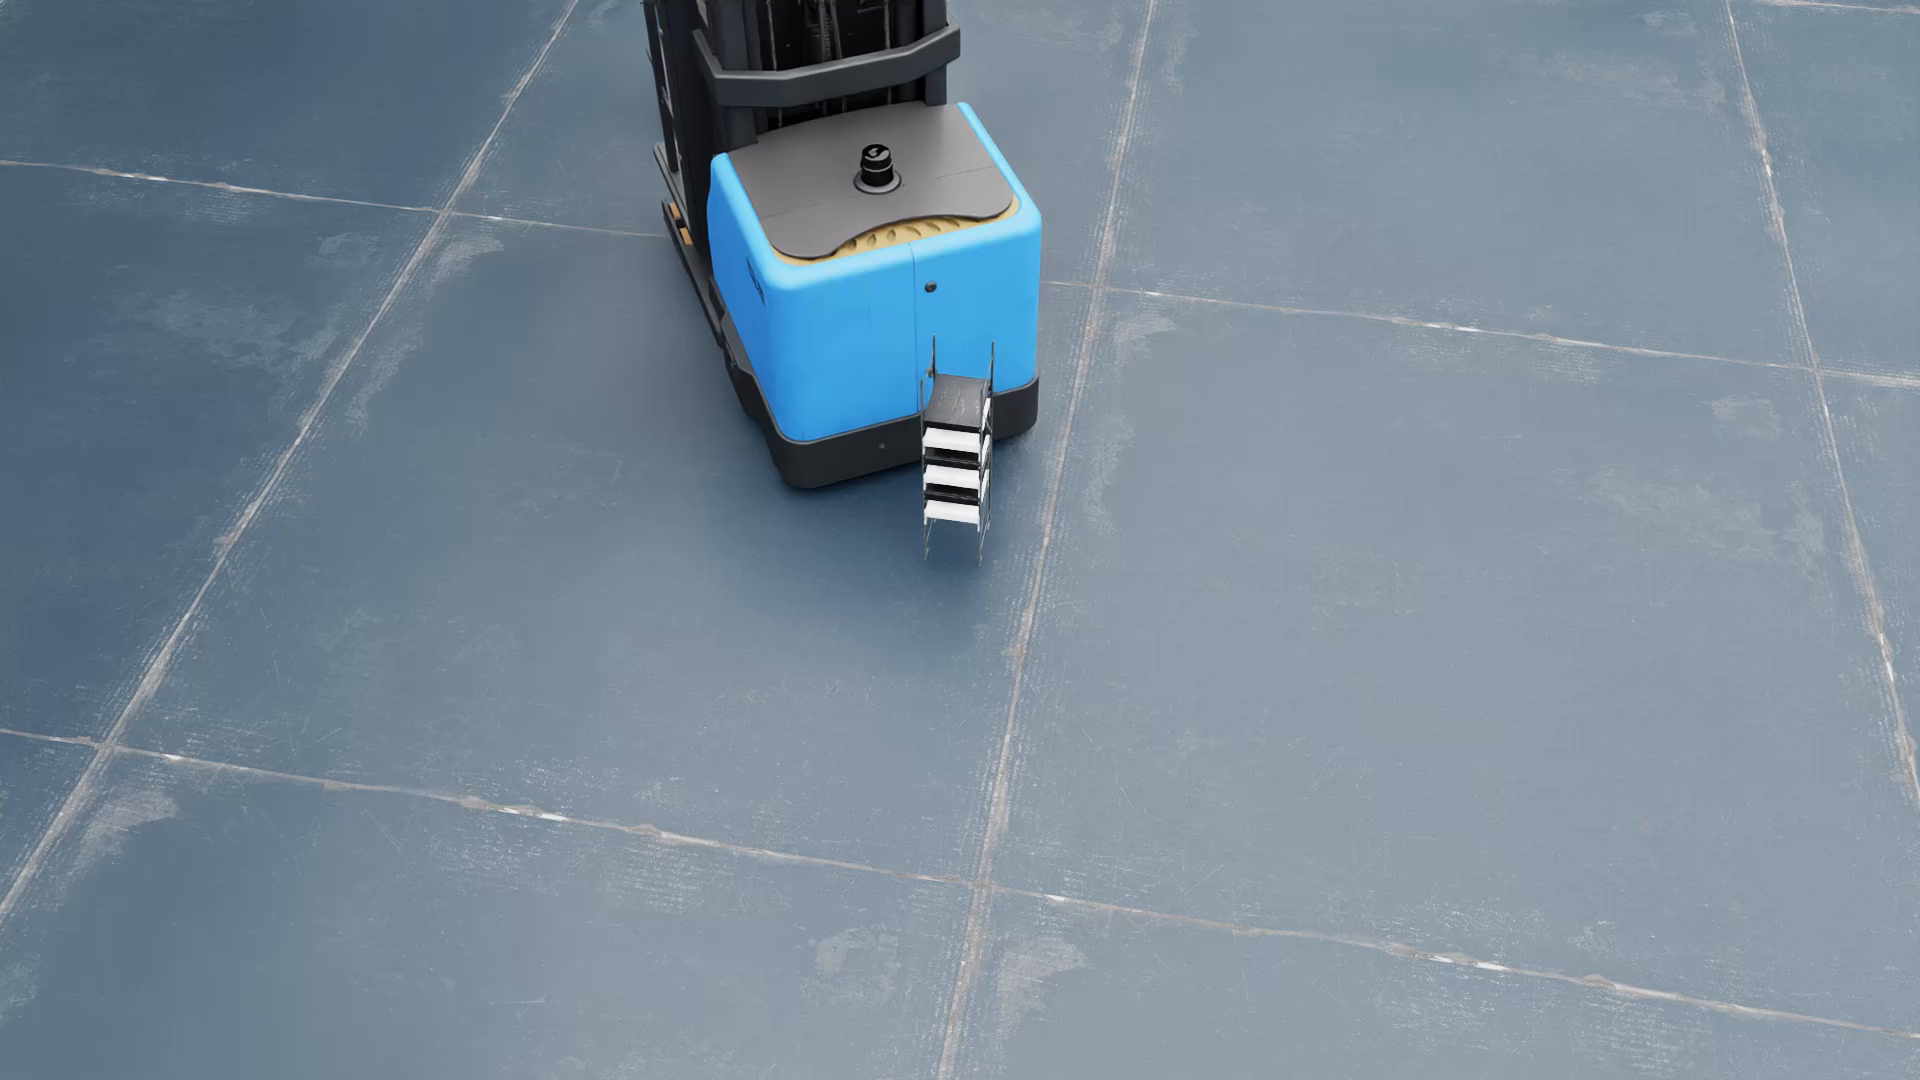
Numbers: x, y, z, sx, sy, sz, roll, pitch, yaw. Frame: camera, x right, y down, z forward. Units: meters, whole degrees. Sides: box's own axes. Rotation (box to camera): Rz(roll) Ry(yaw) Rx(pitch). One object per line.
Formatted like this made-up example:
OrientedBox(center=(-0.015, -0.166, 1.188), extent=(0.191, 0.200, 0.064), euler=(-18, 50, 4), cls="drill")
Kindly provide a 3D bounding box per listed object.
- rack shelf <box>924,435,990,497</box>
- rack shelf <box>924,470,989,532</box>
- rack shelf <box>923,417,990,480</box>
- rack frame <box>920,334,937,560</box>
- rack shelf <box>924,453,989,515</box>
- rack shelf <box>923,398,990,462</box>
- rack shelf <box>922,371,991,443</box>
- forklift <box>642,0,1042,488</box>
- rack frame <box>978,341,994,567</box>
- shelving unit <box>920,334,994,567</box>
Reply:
OrientedBox(center=(-0.008, -0.280, 5.941), extent=(0.200, 0.077, 0.258), euler=(8, 49, 7), cls="rack shelf")
OrientedBox(center=(-0.008, -0.159, 6.075), extent=(0.200, 0.077, 0.258), euler=(8, 49, 7), cls="rack shelf")
OrientedBox(center=(-0.008, -0.340, 5.874), extent=(0.200, 0.077, 0.258), euler=(8, 49, 7), cls="rack shelf")
OrientedBox(center=(-0.108, -0.315, 5.928), extent=(0.006, 0.900, 0.240), euler=(8, 49, 7), cls="rack frame")
OrientedBox(center=(-0.008, -0.219, 6.008), extent=(0.200, 0.077, 0.258), euler=(8, 49, 7), cls="rack shelf")
OrientedBox(center=(-0.008, -0.400, 5.807), extent=(0.200, 0.077, 0.258), euler=(8, 49, 7), cls="rack shelf")
OrientedBox(center=(-0.008, -0.460, 5.740), extent=(0.200, 0.077, 0.258), euler=(8, 49, 7), cls="rack shelf")
OrientedBox(center=(-0.685, -2.296, 6.342), extent=(1.130, 2.935, 3.031), euler=(-16, 50, -14), cls="forklift")
OrientedBox(center=(0.092, -0.288, 5.904), extent=(0.006, 0.900, 0.240), euler=(8, 49, 7), cls="rack frame")
OrientedBox(center=(-0.008, -0.302, 5.916), extent=(0.210, 0.900, 0.258), euler=(8, 49, 7), cls="shelving unit")
